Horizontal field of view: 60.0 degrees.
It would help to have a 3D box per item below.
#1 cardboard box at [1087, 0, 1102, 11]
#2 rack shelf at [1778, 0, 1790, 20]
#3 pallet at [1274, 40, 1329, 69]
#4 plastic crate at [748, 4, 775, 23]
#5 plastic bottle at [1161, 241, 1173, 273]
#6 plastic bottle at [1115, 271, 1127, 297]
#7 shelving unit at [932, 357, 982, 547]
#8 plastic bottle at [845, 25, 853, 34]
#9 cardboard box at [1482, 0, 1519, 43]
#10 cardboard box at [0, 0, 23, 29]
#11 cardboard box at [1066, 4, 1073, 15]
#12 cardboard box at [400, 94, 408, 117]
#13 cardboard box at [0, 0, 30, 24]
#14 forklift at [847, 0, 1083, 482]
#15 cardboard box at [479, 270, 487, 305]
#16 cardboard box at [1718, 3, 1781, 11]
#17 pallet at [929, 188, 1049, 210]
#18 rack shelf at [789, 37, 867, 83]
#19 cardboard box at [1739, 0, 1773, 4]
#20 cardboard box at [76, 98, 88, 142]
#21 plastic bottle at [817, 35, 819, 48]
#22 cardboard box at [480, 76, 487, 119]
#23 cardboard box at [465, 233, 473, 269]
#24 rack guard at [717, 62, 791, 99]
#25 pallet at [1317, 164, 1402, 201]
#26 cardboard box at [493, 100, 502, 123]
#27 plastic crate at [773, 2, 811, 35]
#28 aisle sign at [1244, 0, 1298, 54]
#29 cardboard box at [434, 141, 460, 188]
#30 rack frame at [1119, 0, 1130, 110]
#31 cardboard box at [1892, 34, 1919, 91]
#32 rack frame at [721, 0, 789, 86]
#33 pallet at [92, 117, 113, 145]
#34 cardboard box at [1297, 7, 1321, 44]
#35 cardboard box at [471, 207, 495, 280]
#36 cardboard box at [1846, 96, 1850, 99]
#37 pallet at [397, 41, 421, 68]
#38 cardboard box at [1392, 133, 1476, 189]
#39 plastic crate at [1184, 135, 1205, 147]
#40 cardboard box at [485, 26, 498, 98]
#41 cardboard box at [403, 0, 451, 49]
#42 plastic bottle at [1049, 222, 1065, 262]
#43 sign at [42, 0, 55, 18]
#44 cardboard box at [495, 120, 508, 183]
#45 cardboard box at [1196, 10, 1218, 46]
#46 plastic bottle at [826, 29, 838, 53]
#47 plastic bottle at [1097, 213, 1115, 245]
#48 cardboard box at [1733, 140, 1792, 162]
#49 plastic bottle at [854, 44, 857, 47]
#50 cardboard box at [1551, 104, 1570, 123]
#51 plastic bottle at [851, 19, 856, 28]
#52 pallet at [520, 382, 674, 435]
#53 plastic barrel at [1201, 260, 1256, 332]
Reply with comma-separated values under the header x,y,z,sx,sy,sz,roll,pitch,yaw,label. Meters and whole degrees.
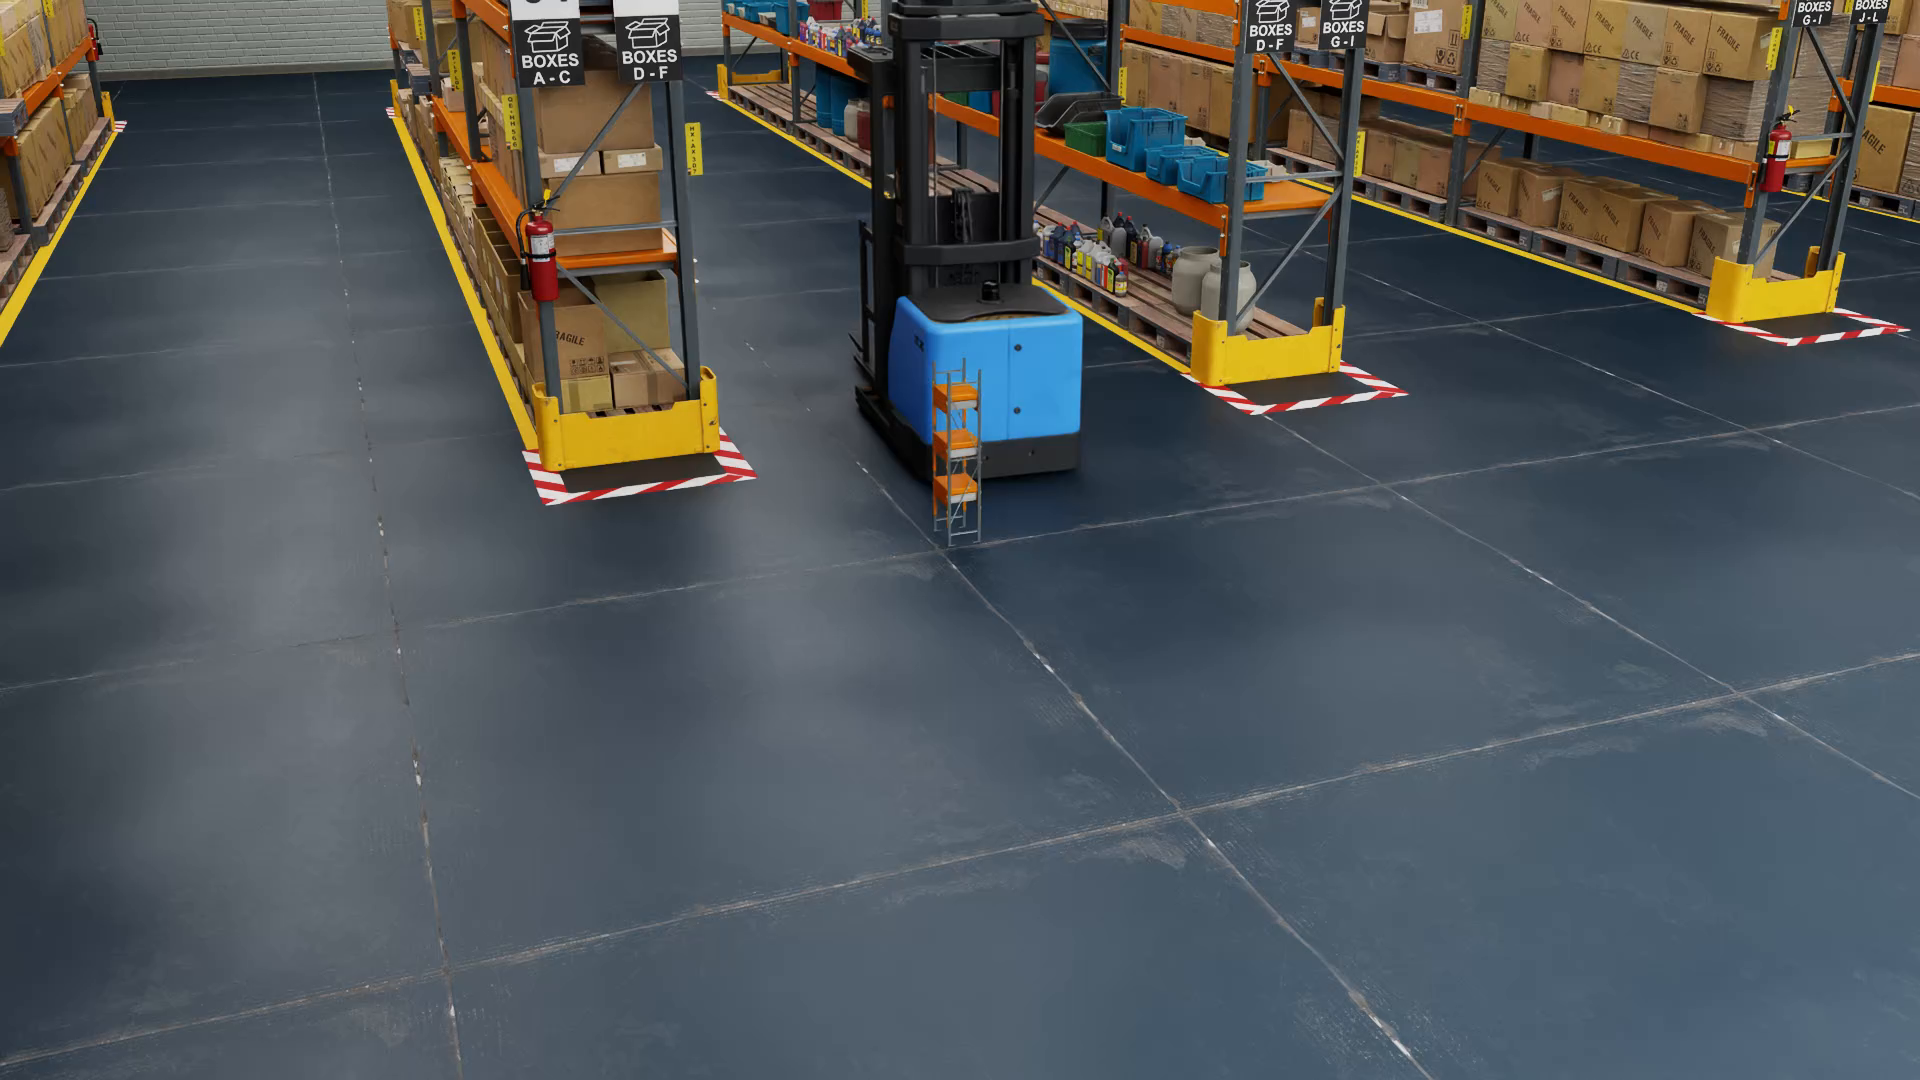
x,y,z,sx,sy,sz,roll,pitch,yaw,label
2.230,-8.070,24.846,0.500,0.250,0.500,-8,24,-17,cardboard box
6.349,-5.107,15.070,1.077,0.370,4.000,-8,24,-19,rack shelf
4.581,-5.904,20.143,1.213,0.211,1.003,-8,24,-19,pallet
-2.880,-7.692,24.277,0.416,0.233,0.300,-8,24,-19,plastic crate
1.845,-2.532,14.842,0.097,0.271,0.097,0,23,0,plastic bottle
1.363,-2.171,14.075,0.097,0.201,0.097,0,23,0,plastic bottle
-0.019,-0.503,9.592,0.215,1.050,0.252,-8,24,-19,shelving unit
-1.486,-6.796,22.269,0.097,0.201,0.097,0,23,0,plastic bottle
5.564,-5.229,16.495,0.500,0.500,0.500,-8,24,-19,cardboard box
-10.149,-5.497,17.427,0.500,0.250,0.500,-9,24,-20,cardboard box
1.859,-8.200,25.666,0.380,0.149,0.250,-8,24,-18,cardboard box
-7.586,-6.122,23.386,0.500,0.250,0.500,-8,24,-19,cardboard box
-10.329,-5.682,17.867,0.500,0.250,0.500,-8,24,-18,cardboard box
-0.120,-2.254,11.323,1.130,2.935,3.031,-6,24,-15,forklift
-3.746,-2.142,13.969,0.500,0.250,0.500,-8,24,-19,cardboard box
6.946,-4.394,14.514,0.500,0.500,0.500,-8,24,-19,cardboard box
0.261,-3.543,17.884,1.003,0.211,1.213,-8,24,-19,pallet
-1.111,-5.952,20.937,1.077,0.370,4.000,-8,24,-19,rack shelf
9.776,-6.484,19.856,0.700,0.500,0.500,-8,24,-19,cardboard box
-11.607,-5.349,21.256,0.700,0.500,0.500,-8,24,-18,cardboard box
-1.797,-6.449,21.445,0.097,0.201,0.097,0,23,0,plastic bottle
-4.068,-3.944,15.118,0.500,0.500,0.500,-7,24,-15,cardboard box
-4.221,-2.647,15.168,0.500,0.250,0.500,-9,24,-20,cardboard box
-3.251,-7.319,26.472,1.175,0.500,0.348,-8,24,-19,rack guard
4.931,-4.225,19.503,1.003,0.211,1.213,-8,24,-19,pallet
-3.351,-3.275,12.695,0.380,0.149,0.250,-9,25,-21,cardboard box
-2.301,-7.154,22.804,0.392,0.384,0.575,-8,24,-19,plastic crate
2.170,-3.782,11.513,0.394,0.787,0.004,-8,24,-19,aisle sign
-5.589,-4.237,18.594,0.500,0.500,0.500,-7,24,-17,cardboard box
2.816,-7.690,24.134,1.000,3.000,0.127,-8,24,-19,rack frame
10.675,-5.167,17.955,0.875,0.550,0.550,-8,24,-19,cardboard box
-3.230,-8.464,25.970,1.000,3.000,0.127,-8,24,-19,rack frame
-12.143,-5.540,22.622,1.003,0.211,1.213,-8,24,-19,pallet
4.458,-6.286,20.132,0.500,0.500,0.500,-12,25,-25,cardboard box
-3.755,-2.486,13.821,0.500,0.500,0.500,-8,24,-19,cardboard box
13.334,-7.073,24.865,0.875,0.875,0.875,-9,24,-19,cardboard box
-6.272,-5.939,20.225,1.003,0.211,1.213,-8,24,-19,pallet
5.295,-4.236,18.591,0.700,0.500,0.500,-8,24,-19,cardboard box
1.820,-3.427,14.359,0.530,0.136,0.437,-8,24,-19,plastic crate
-3.284,-3.726,12.928,0.700,0.500,0.500,-8,24,-19,cardboard box
-6.192,-6.128,19.758,0.700,0.500,0.500,-5,23,-11,cardboard box
0.906,-2.736,15.223,0.144,0.351,0.185,-8,24,-18,plastic bottle
-10.581,-6.226,19.272,0.100,0.325,0.005,-8,24,-19,sign
-3.271,-3.121,13.163,0.700,0.500,0.500,-9,24,-20,cardboard box
3.466,-6.798,21.889,0.500,0.500,0.500,-9,25,-21,cardboard box
-1.601,-6.312,21.024,0.152,0.276,0.135,-8,24,-19,plastic bottle
1.371,-2.872,15.545,0.144,0.351,0.185,-8,24,-19,plastic bottle
6.762,-3.290,14.016,0.380,0.149,0.250,-8,24,-19,cardboard box
-1.258,-5.895,20.129,0.097,0.201,0.097,0,23,0,plastic bottle
5.902,-4.097,15.933,0.380,0.149,0.250,-8,24,-19,cardboard box
-1.375,-6.855,22.311,0.152,0.276,0.135,-8,24,-19,plastic bottle
-2.523,-0.959,11.754,1.003,0.211,1.213,-8,24,-19,pallet
2.118,-1.926,13.121,0.421,0.512,0.421,0,23,0,plastic barrel
